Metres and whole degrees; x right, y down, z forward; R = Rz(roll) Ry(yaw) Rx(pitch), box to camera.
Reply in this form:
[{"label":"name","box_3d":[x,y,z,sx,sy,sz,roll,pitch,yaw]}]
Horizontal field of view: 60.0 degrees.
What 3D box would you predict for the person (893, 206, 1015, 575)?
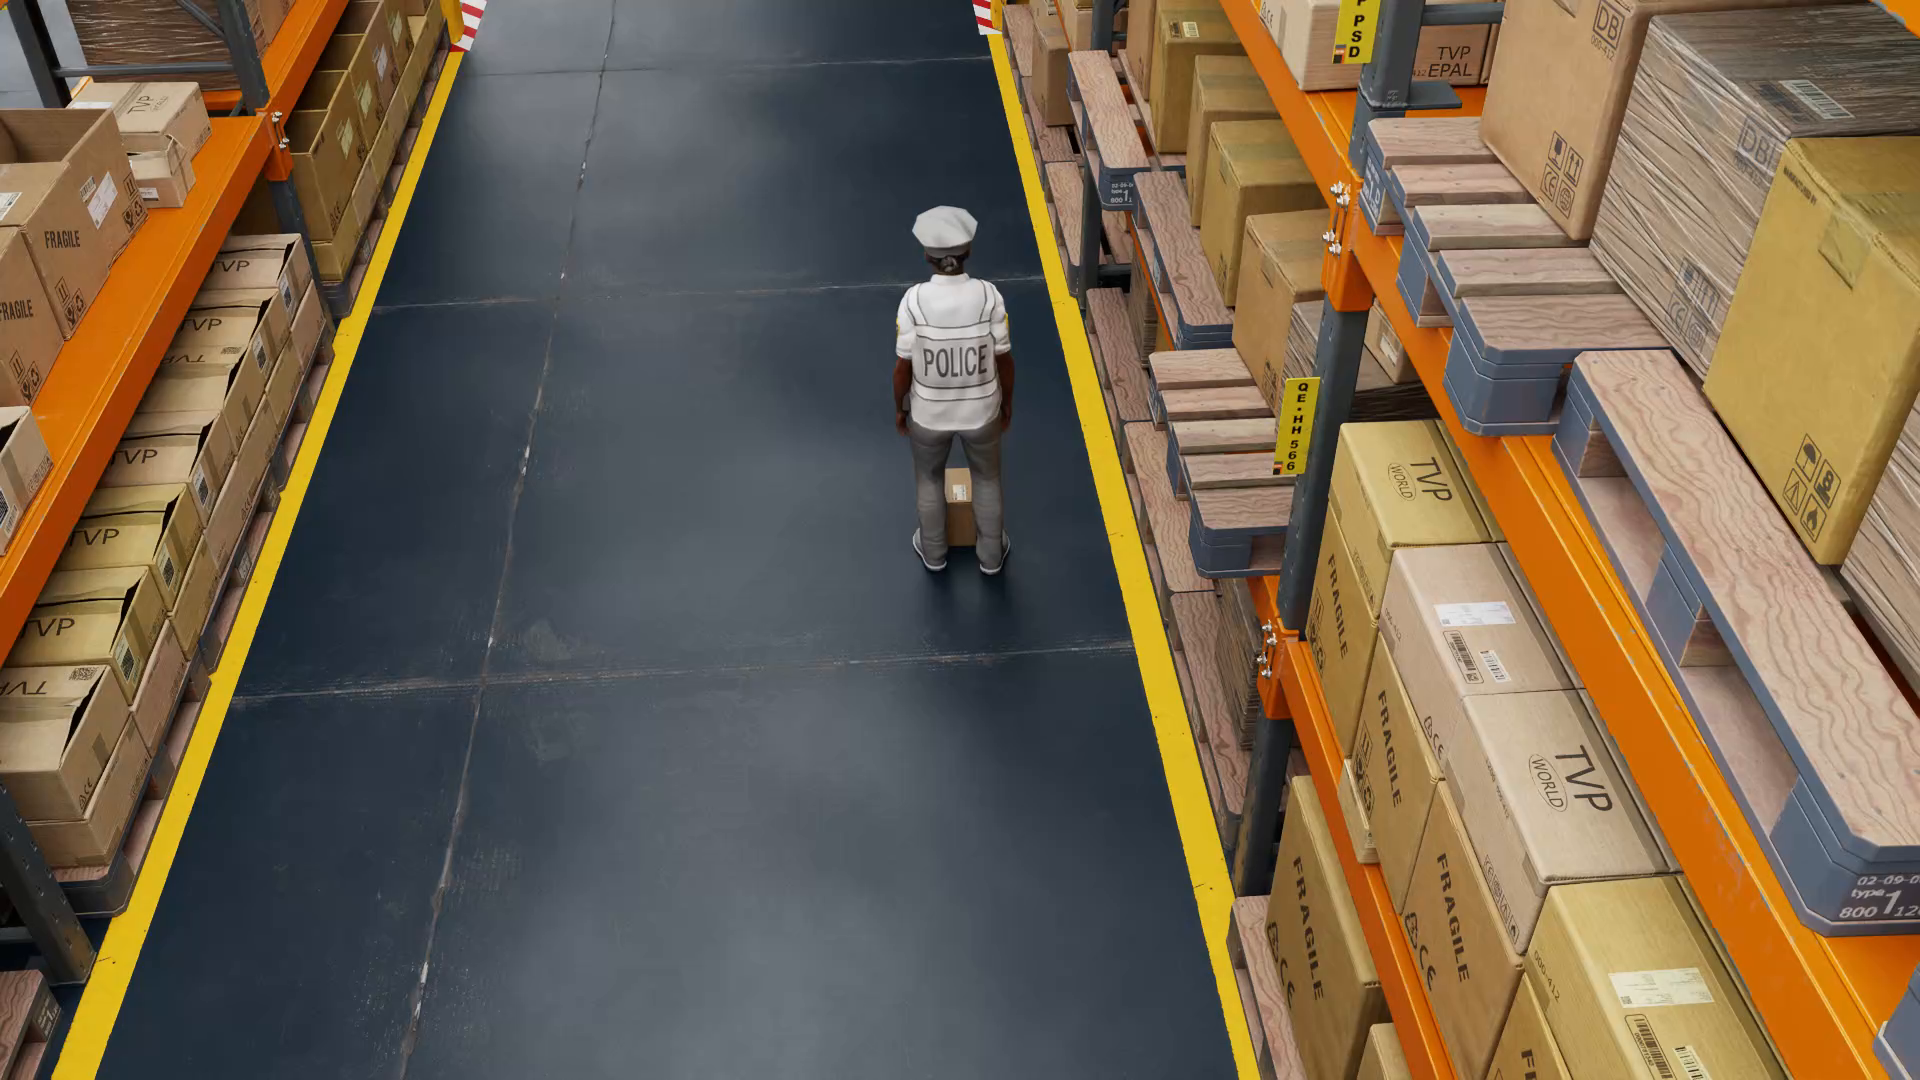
[{"label":"person","box_3d":[-0.022,-0.549,6.826,0.503,1.656,0.421,-3,39,-4]}]
